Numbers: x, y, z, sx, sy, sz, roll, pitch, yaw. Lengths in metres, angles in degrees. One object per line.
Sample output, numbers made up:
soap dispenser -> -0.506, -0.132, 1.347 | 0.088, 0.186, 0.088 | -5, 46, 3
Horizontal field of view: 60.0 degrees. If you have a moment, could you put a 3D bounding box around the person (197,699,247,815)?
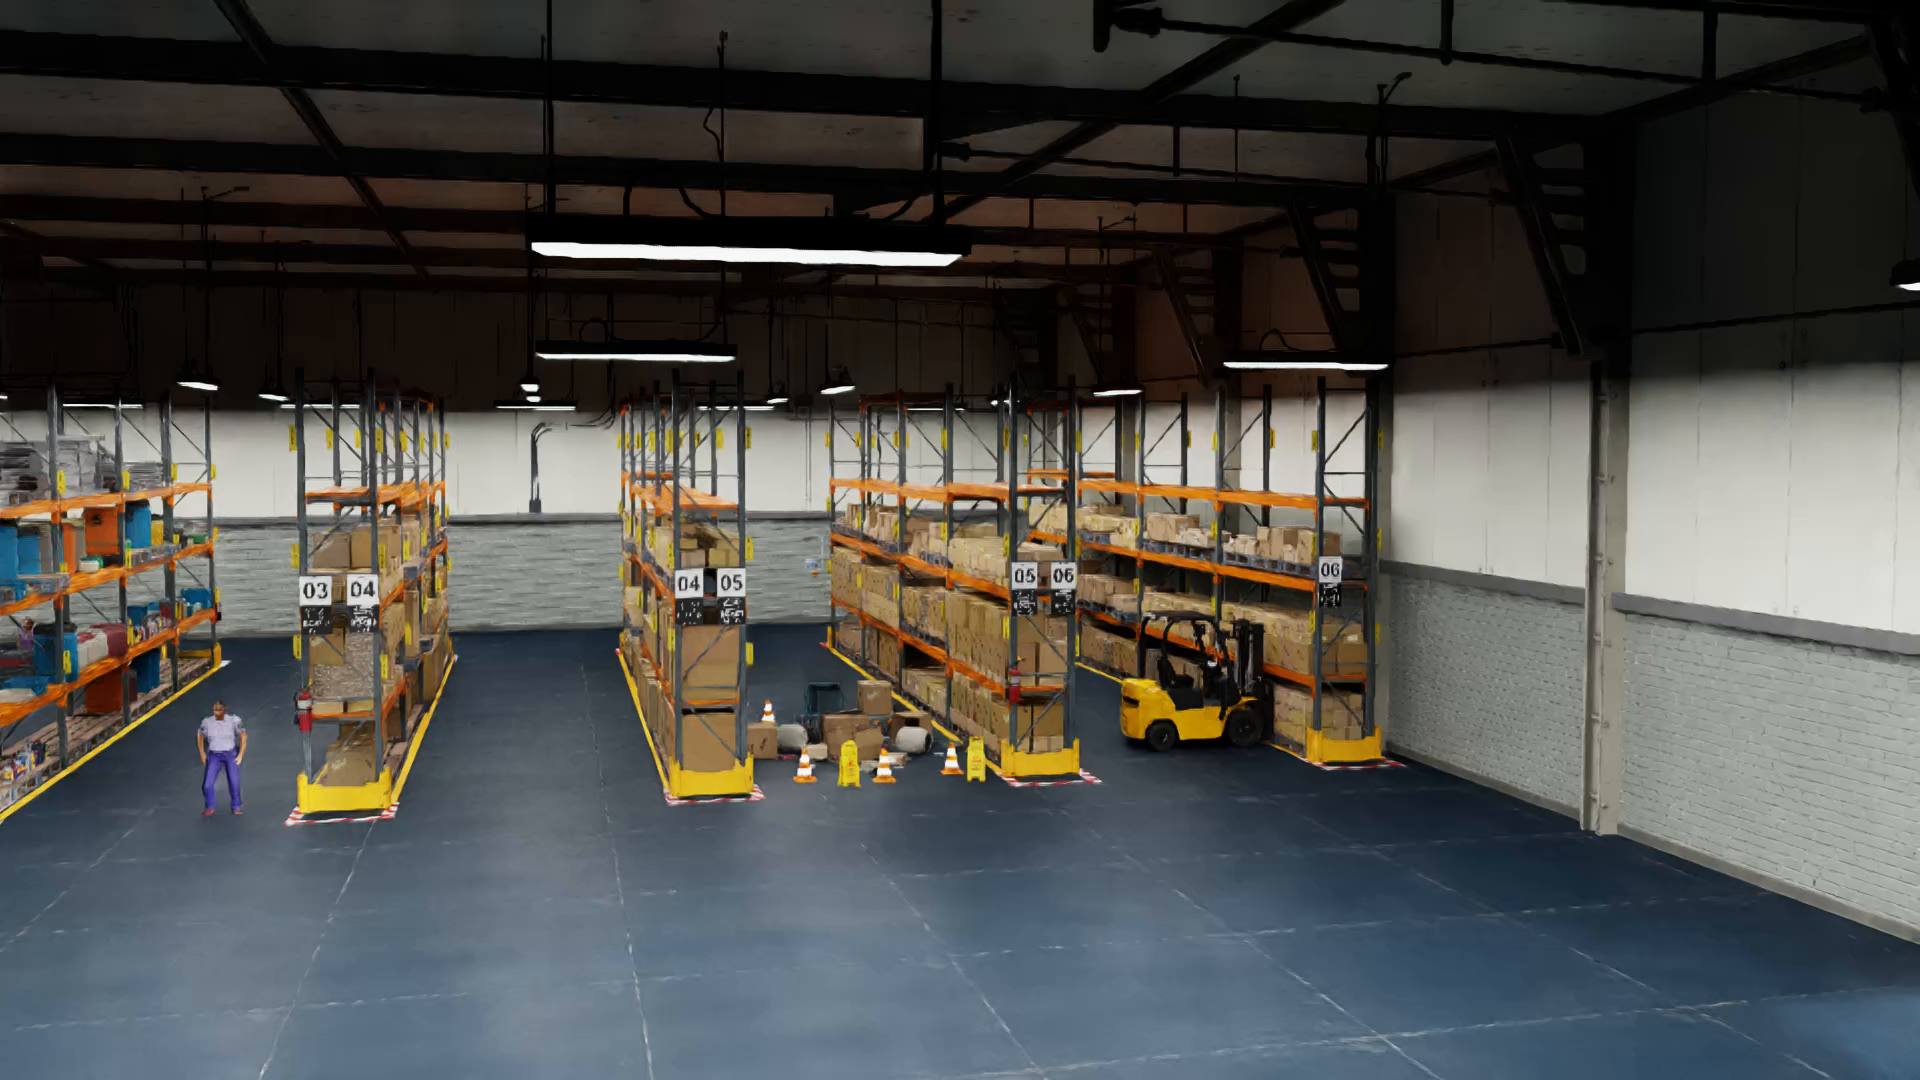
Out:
person -> -9.832, 2.890, 22.165 | 0.625, 1.596, 0.517 | -1, 4, -15

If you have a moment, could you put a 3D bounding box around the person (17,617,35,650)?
person -> -18.423, 2.265, 32.921 | 0.417, 1.517, 1.037 | -1, 3, -12
